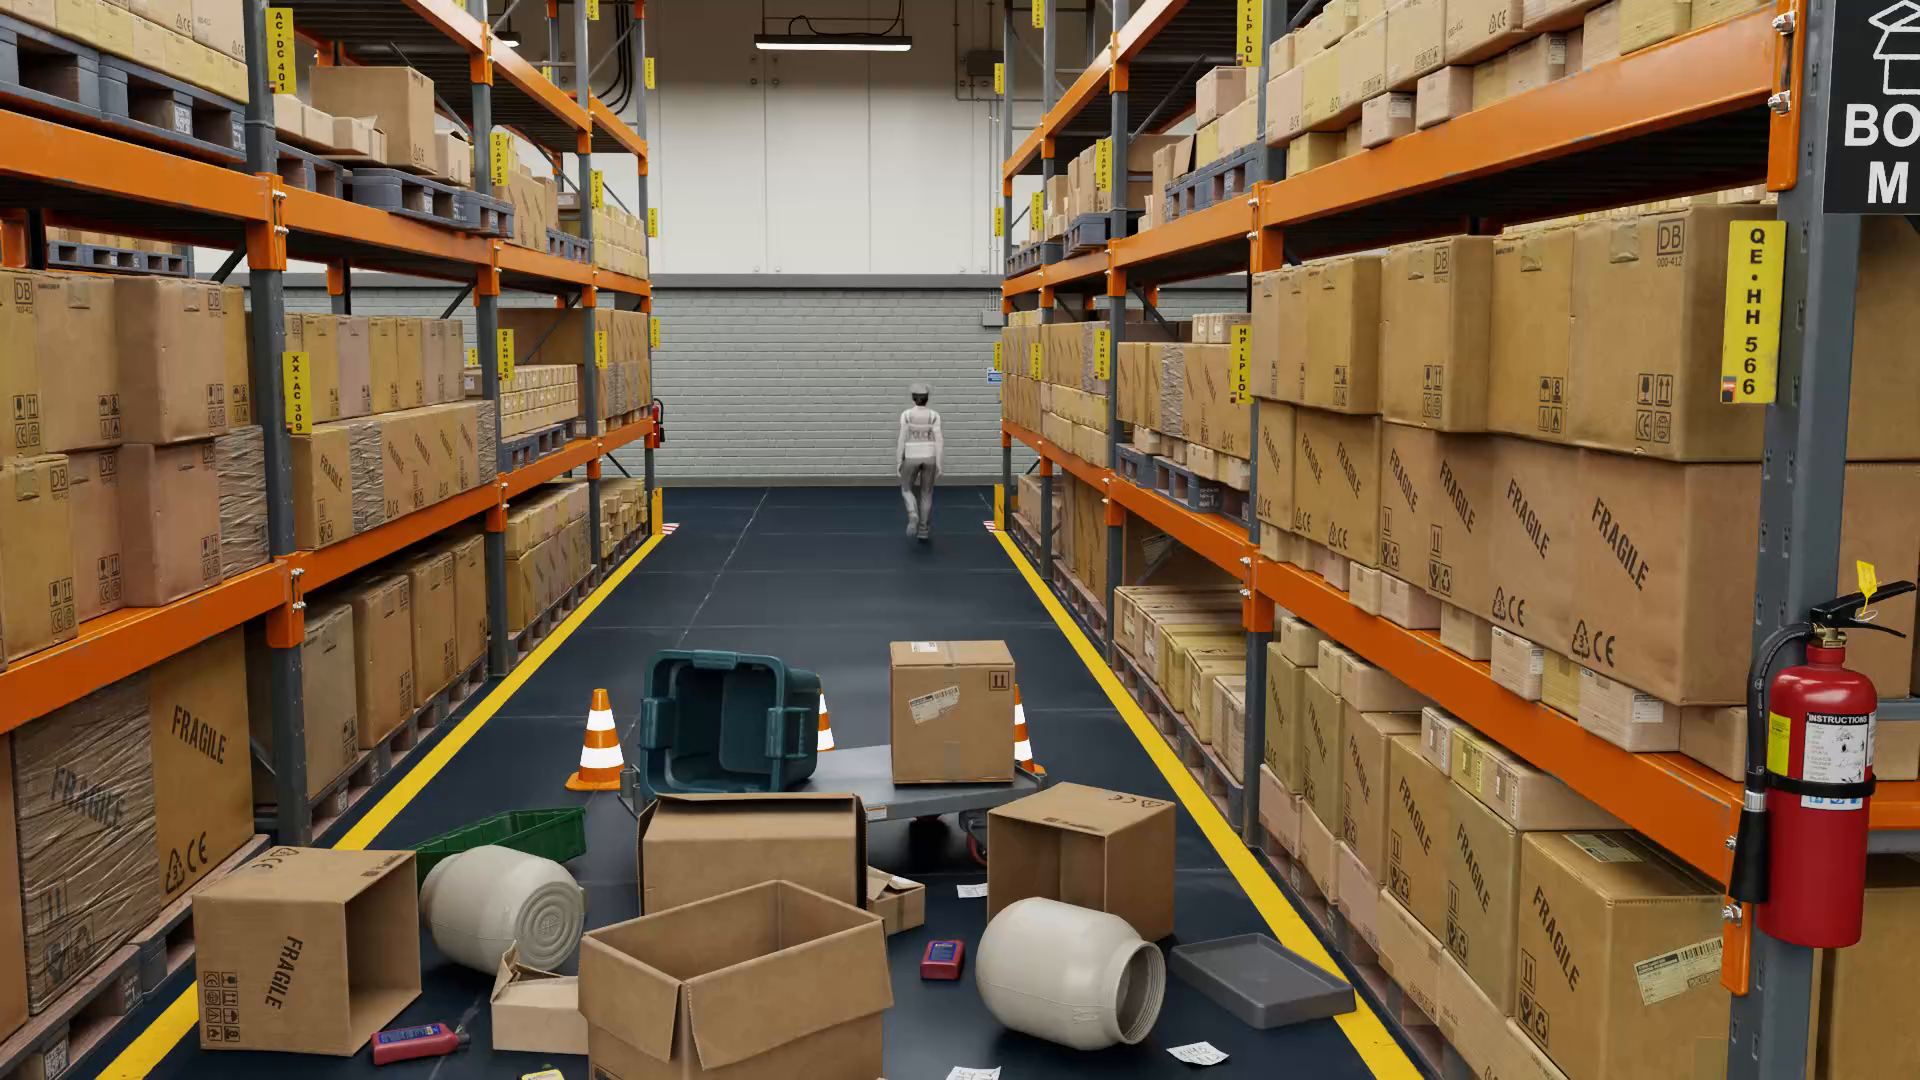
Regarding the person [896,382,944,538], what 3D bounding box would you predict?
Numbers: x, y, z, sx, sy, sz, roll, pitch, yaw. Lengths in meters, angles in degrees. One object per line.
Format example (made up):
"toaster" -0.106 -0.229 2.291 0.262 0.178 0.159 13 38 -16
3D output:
"person" -0.430 -0.847 17.834 0.506 1.685 0.465 -1 7 -5
